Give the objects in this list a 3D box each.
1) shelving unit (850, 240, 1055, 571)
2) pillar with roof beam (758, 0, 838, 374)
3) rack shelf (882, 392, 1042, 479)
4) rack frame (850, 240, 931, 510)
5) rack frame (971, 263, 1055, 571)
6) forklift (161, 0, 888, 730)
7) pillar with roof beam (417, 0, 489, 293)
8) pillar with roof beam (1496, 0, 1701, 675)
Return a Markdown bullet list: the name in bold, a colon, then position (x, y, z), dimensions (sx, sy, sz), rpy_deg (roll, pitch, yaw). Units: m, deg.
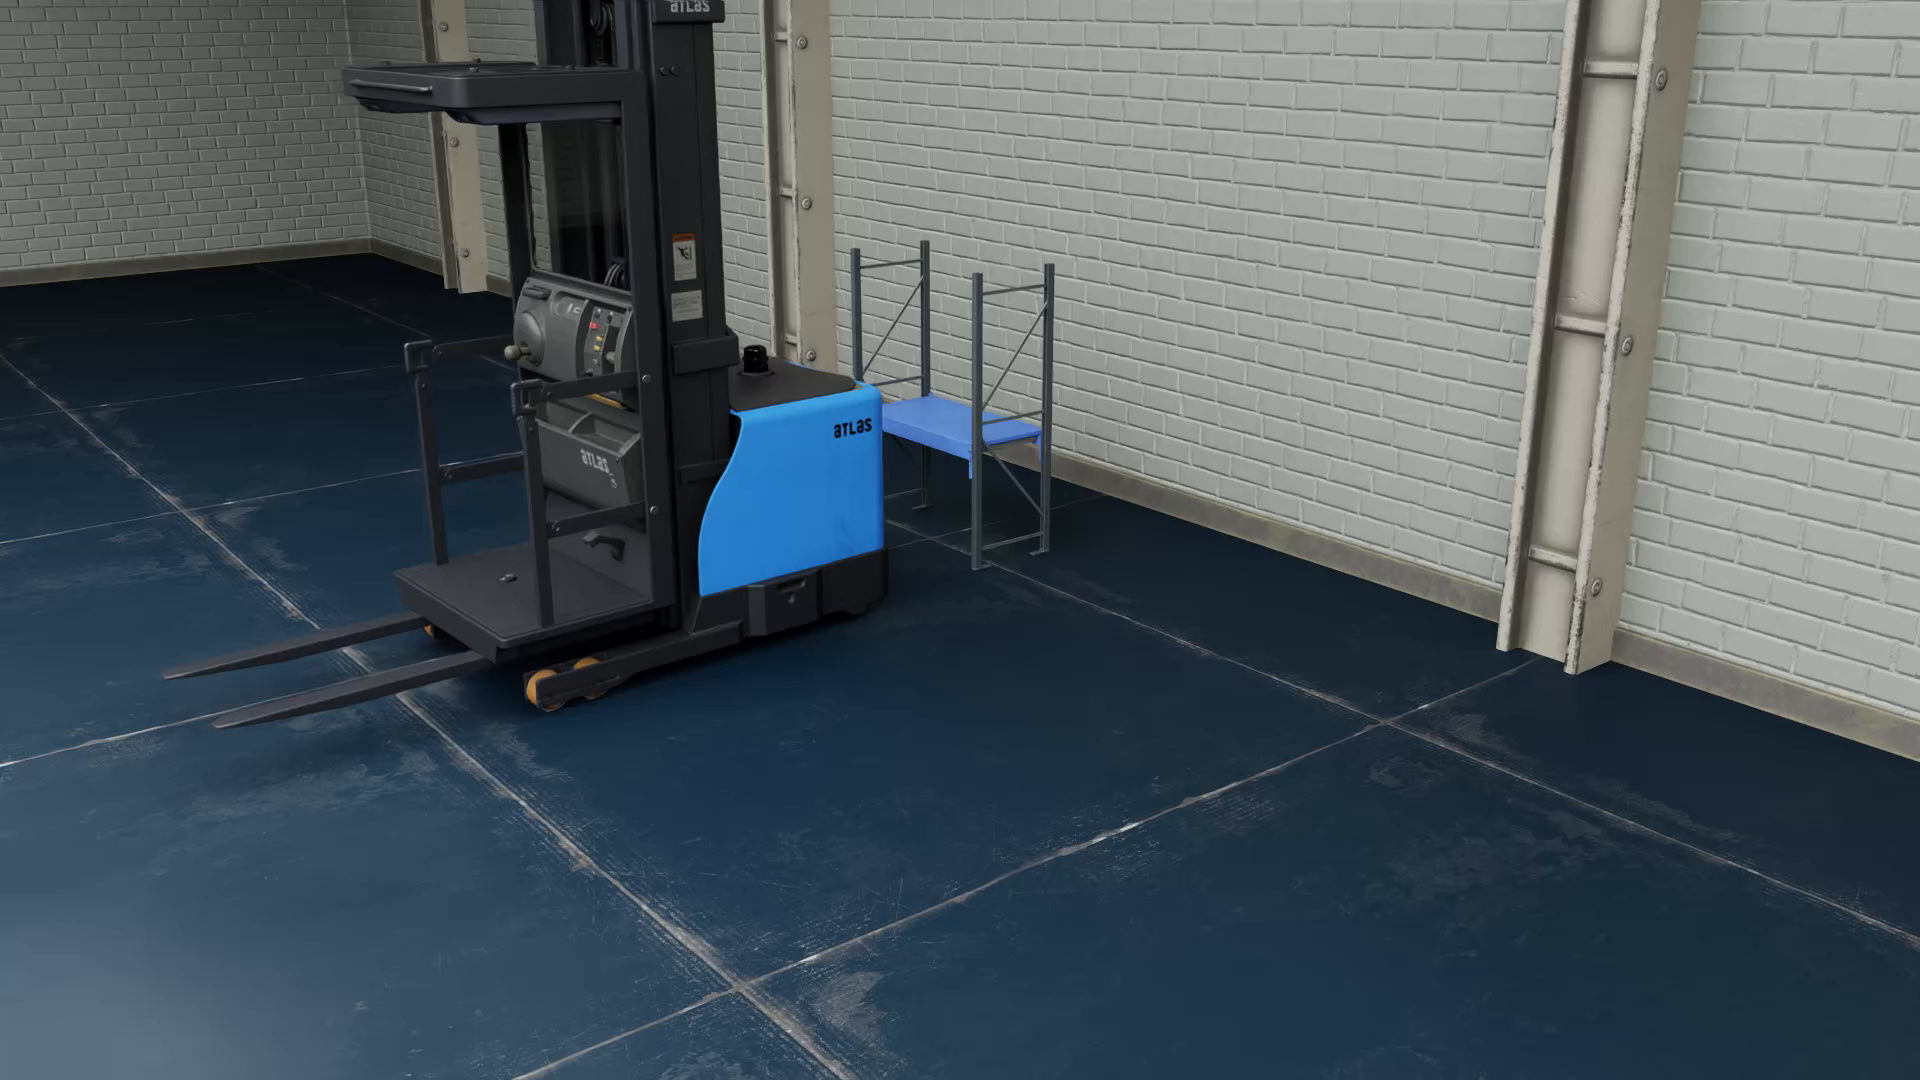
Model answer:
- **shelving unit**: position (-0.053, -0.733, 8.690), dimensions (0.538, 1.500, 1.048), rpy_deg (-14, 23, -36)
- **pillar with roof beam**: position (-4.472, -4.411, 7.867), dimensions (9.100, 9.000, 0.400), rpy_deg (-14, 23, -36)
- **rack shelf**: position (-0.053, -0.562, 8.747), dimensions (0.538, 0.185, 1.000), rpy_deg (-14, 23, -36)
- **rack frame**: position (-0.369, -0.858, 9.068), dimensions (0.500, 1.500, 0.032), rpy_deg (-14, 23, -36)
- **rack frame**: position (0.263, -0.608, 8.312), dimensions (0.500, 1.500, 0.032), rpy_deg (-14, 23, -36)
- **forklift**: position (-1.786, -0.881, 6.860), dimensions (3.031, 2.935, 1.130), rpy_deg (-15, 24, -38)
- **pillar with roof beam**: position (-8.197, -5.889, 12.332), dimensions (9.100, 9.000, 0.400), rpy_deg (-14, 23, -36)
- **pillar with roof beam**: position (-0.746, -2.932, 3.402), dimensions (9.100, 9.000, 0.400), rpy_deg (-14, 23, -36)
